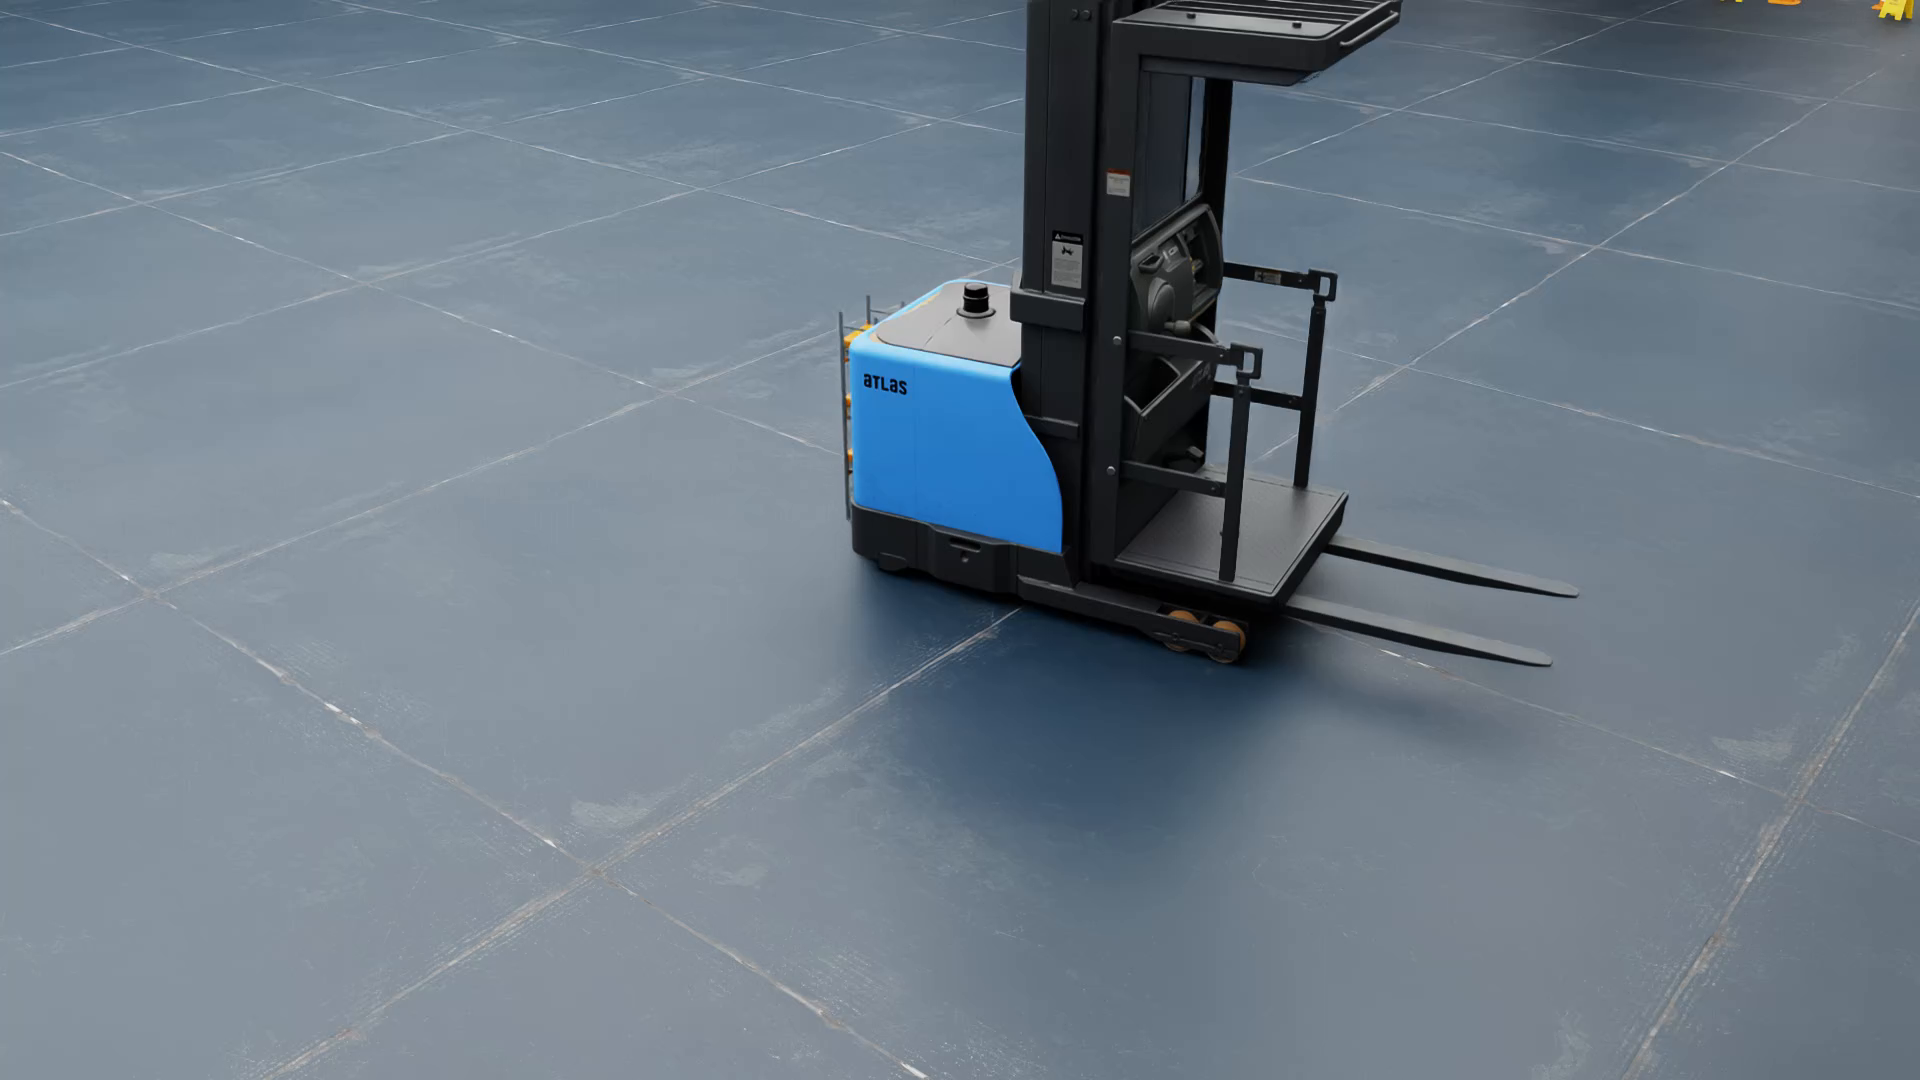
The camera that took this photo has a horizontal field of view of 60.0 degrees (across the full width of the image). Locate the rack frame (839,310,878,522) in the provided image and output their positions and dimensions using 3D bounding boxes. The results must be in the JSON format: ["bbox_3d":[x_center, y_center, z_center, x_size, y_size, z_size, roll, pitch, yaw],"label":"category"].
[{"bbox_3d":[-0.453,-0.540,7.651,0.200,1.050,0.008,13,30,24],"label":"rack frame"}]

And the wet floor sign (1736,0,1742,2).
[{"bbox_3d":[9.666,-7.057,20.689,0.267,0.644,0.232,15,31,26],"label":"wet floor sign"}]

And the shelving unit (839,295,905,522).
[{"bbox_3d":[-0.396,-0.590,7.747,0.215,1.050,0.252,13,30,24],"label":"shelving unit"}]

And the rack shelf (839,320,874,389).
[{"bbox_3d":[-0.397,-0.832,7.622,0.215,0.259,0.240,13,30,24],"label":"rack shelf"}]

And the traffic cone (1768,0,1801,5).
[{"bbox_3d":[10.246,-6.887,20.560,0.336,0.463,0.334,21,34,34],"label":"traffic cone"}]

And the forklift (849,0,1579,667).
[{"bbox_3d":[1.060,-1.080,6.649,3.031,2.935,1.130,13,30,24],"label":"forklift"}]

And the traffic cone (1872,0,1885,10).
[{"bbox_3d":[11.318,-6.684,20.166,0.336,0.463,0.334,21,34,34],"label":"traffic cone"}]

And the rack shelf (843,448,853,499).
[{"bbox_3d":[-0.396,-0.333,7.879,0.215,0.259,0.240,13,30,24],"label":"rack shelf"}]

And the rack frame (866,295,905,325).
[{"bbox_3d":[-0.340,-0.639,7.843,0.200,1.050,0.008,13,30,24],"label":"rack frame"}]

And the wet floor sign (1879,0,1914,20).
[{"bbox_3d":[11.094,-6.481,19.575,0.232,0.644,0.267,-15,31,-27],"label":"wet floor sign"}]

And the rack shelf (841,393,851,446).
[{"bbox_3d":[-0.396,-0.580,7.752,0.215,0.259,0.240,13,30,24],"label":"rack shelf"}]
